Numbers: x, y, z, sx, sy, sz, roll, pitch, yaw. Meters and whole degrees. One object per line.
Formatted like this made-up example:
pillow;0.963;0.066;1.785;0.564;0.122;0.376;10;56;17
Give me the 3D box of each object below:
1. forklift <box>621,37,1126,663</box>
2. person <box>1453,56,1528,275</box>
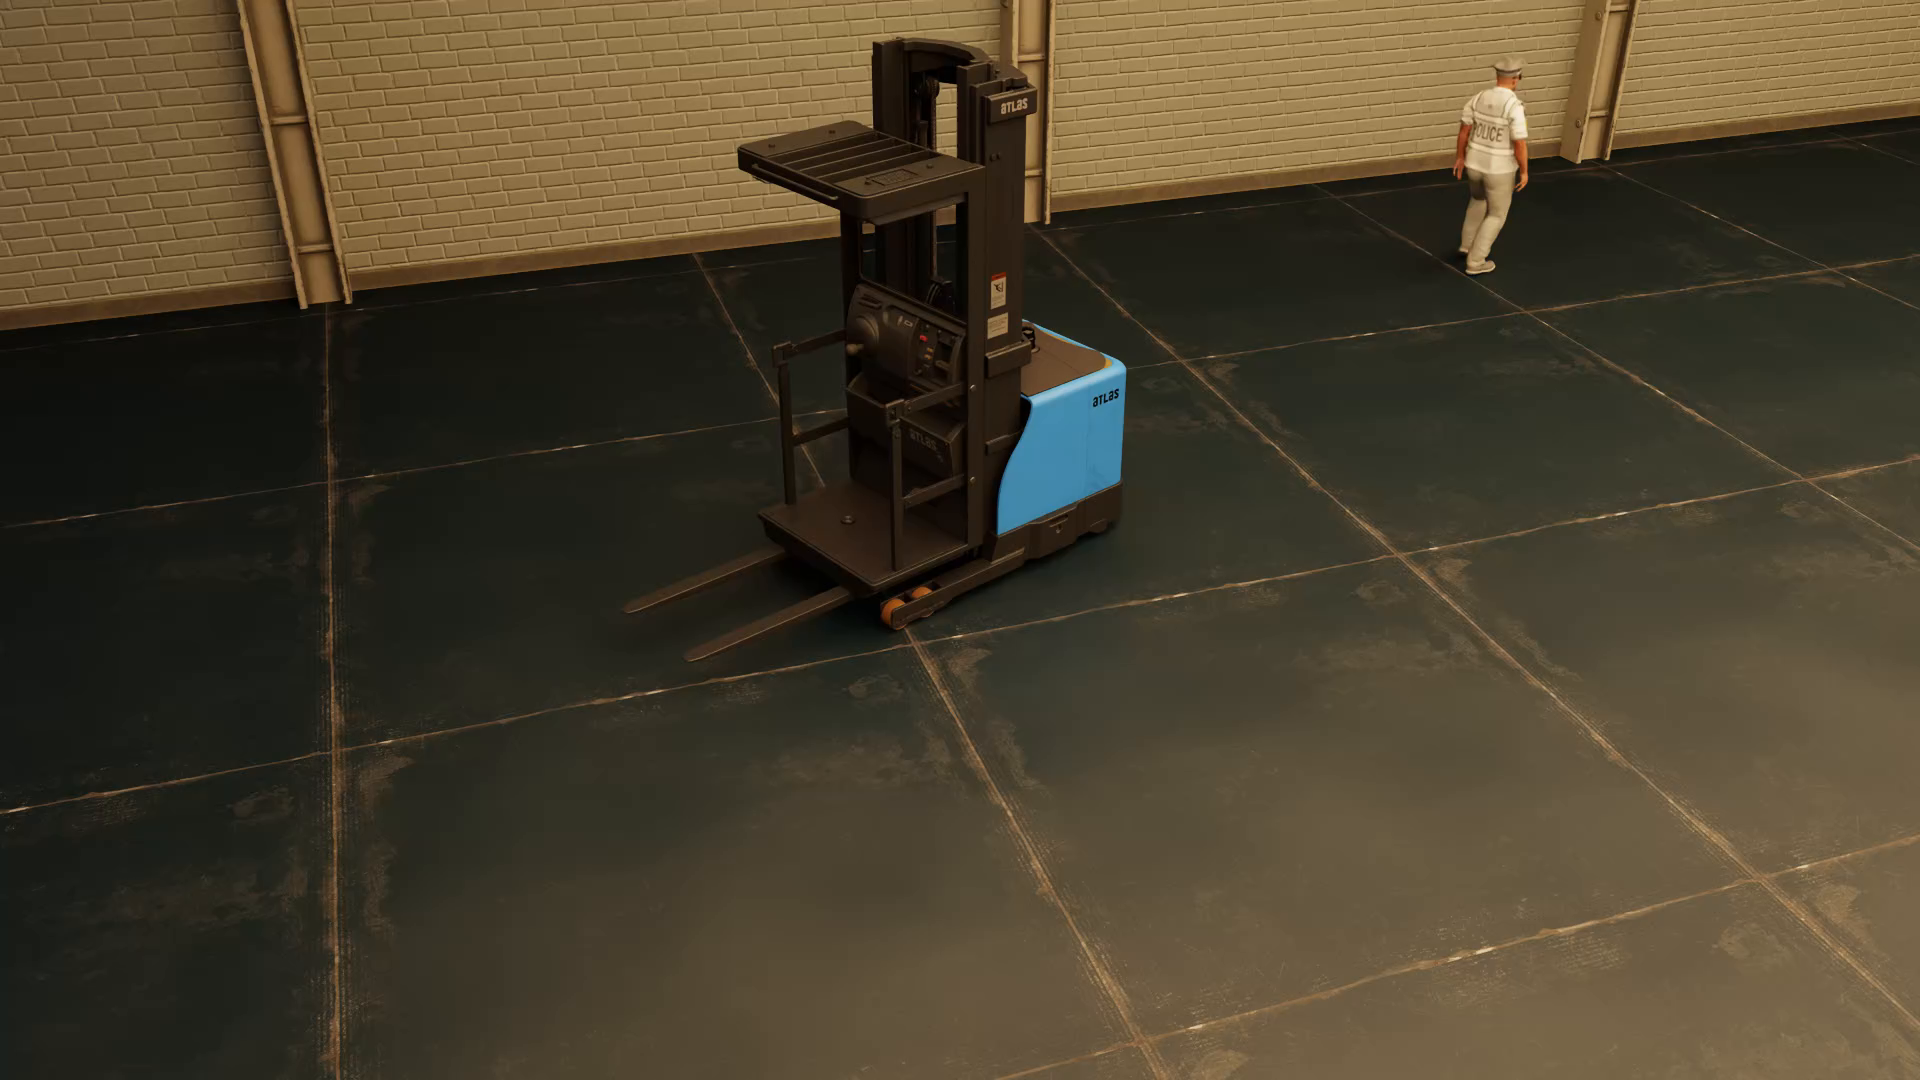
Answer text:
forklift;-0.461;-1.072;8.951;3.031;2.935;1.130;-23;37;-34
person;4.387;-3.039;13.648;0.535;1.816;0.636;-19;35;-30
